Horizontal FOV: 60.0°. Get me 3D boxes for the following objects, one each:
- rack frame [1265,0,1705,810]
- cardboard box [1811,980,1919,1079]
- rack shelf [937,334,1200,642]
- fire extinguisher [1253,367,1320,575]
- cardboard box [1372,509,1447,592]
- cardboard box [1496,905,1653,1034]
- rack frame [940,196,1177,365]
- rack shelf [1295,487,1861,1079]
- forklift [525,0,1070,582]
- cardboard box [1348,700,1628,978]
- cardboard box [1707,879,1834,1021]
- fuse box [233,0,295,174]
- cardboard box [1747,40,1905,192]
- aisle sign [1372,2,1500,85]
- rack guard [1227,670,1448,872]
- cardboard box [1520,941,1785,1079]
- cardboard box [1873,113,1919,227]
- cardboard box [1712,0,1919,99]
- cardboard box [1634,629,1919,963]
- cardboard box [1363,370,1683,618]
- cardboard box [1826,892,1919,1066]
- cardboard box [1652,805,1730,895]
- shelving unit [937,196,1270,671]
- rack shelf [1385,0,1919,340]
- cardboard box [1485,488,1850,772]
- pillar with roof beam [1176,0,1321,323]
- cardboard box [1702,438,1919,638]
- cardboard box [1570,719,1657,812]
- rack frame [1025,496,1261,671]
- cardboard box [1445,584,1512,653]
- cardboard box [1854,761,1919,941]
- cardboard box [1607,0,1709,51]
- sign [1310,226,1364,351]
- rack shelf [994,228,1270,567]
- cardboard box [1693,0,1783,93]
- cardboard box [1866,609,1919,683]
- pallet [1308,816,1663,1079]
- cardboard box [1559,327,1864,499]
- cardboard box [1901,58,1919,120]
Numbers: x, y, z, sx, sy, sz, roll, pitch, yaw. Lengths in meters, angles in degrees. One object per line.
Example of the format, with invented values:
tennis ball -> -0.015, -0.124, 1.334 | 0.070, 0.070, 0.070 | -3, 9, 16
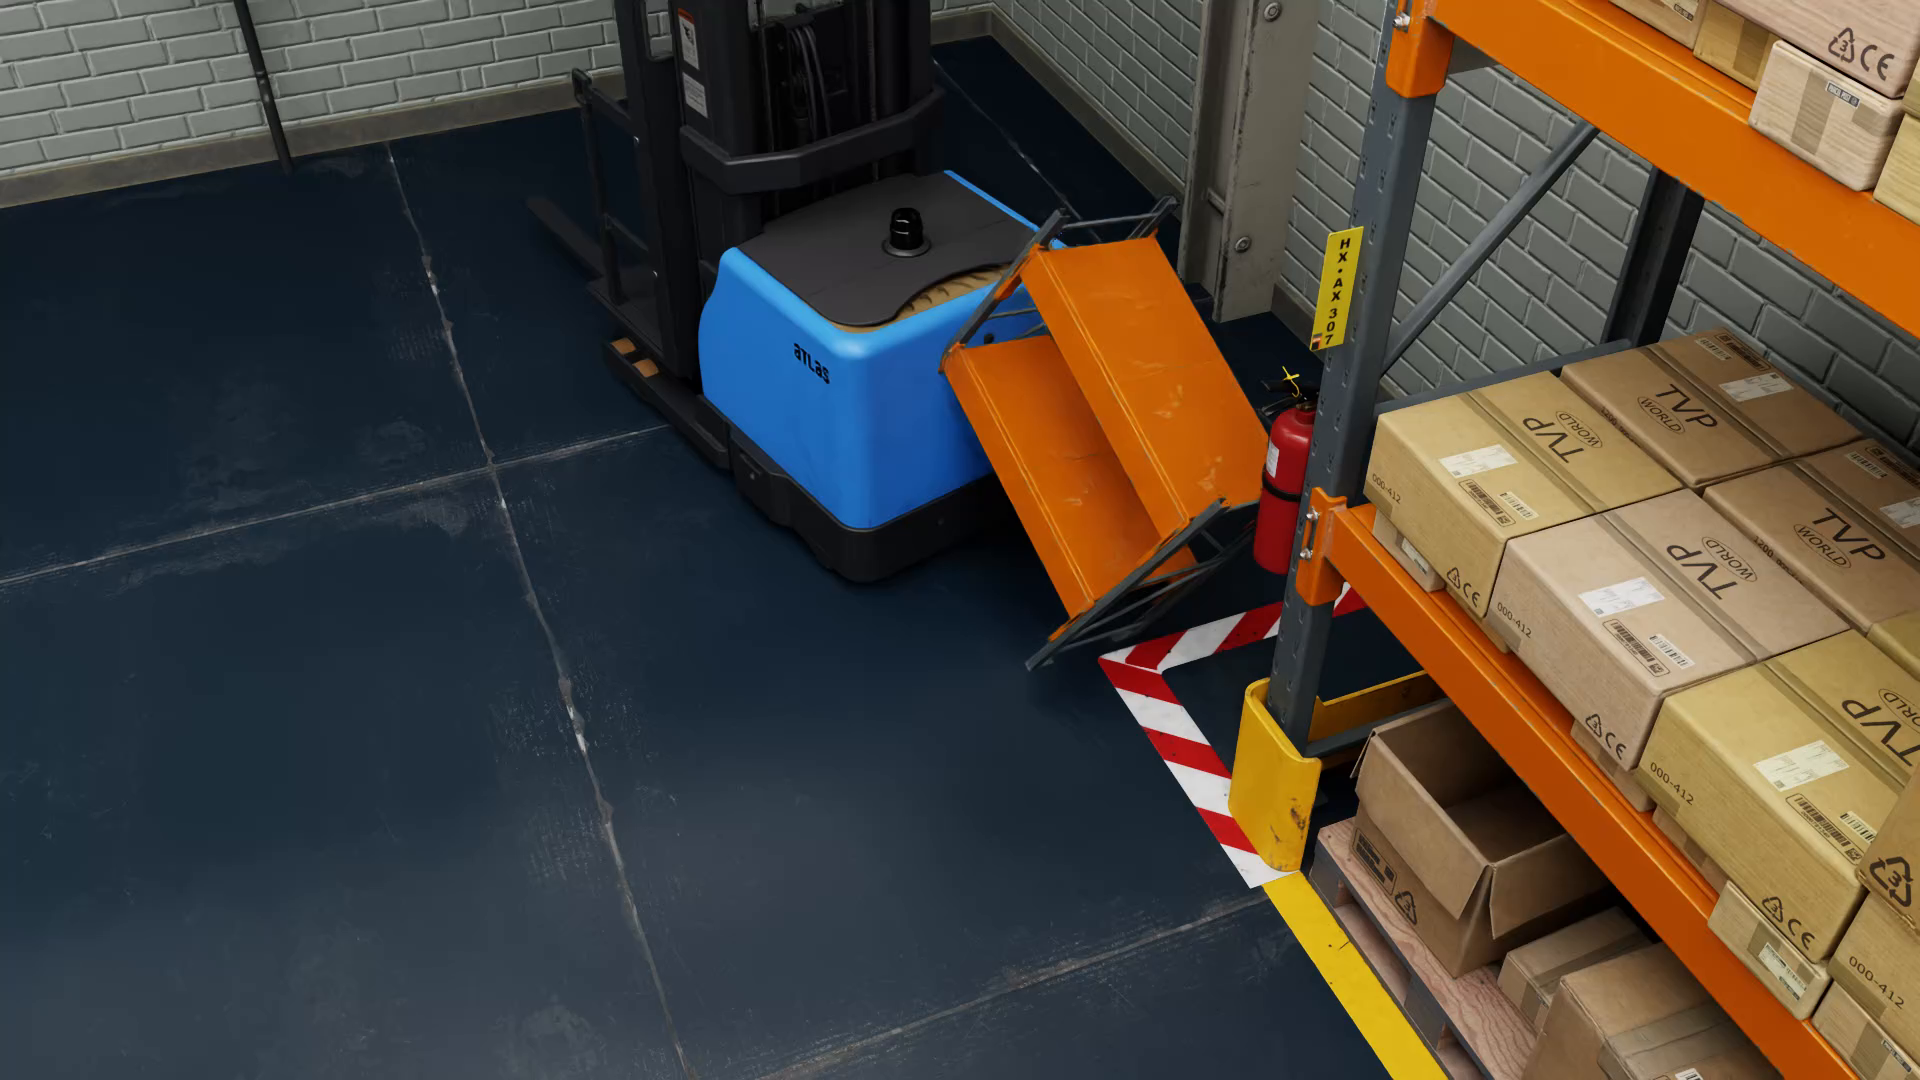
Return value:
rack frame -> 1.405, -0.406, 4.421 | 1.000, 3.000, 0.127 | -15, 43, -17
cardboard box -> 1.844, 0.898, 3.098 | 0.380, 0.149, 0.250 | -14, 43, -16
rack shelf -> 0.342, -0.213, 5.594 | 0.538, 0.278, 1.000 | -15, 70, -36
fire extinguisher -> 0.921, -0.208, 4.537 | 0.296, 0.674, 0.183 | -15, 43, -17
cardboard box -> 1.277, -0.044, 4.193 | 0.380, 0.149, 0.250 | -15, 43, -17
cardboard box -> 1.678, 1.174, 4.449 | 0.380, 0.149, 0.250 | -17, 43, -19
rack frame -> 0.233, -0.765, 5.547 | 0.500, 1.125, 0.032 | -15, 70, -36
rack shelf -> 2.170, 1.072, 3.255 | 1.077, 0.370, 4.000 | -15, 43, -17
forklift -> -0.854, -1.871, 6.177 | 1.130, 2.935, 3.031 | -26, 47, -27
cardboard box -> 1.551, 0.774, 4.642 | 0.797, 0.503, 0.637 | -17, 43, -19
cardboard box -> 1.724, 0.744, 3.276 | 0.380, 0.149, 0.250 | -16, 43, -18
fuse box -> -3.362, -2.504, 7.849 | 0.539, 1.711, 0.414 | -15, 43, -17
cardboard box -> 1.519, -0.712, 2.669 | 0.380, 0.149, 0.250 | -14, 43, -16
aisle sign -> 1.107, -1.359, 3.536 | 0.394, 0.787, 0.004 | -15, 43, -17
rack guard -> 1.434, 0.588, 5.183 | 1.175, 0.500, 0.348 | -15, 43, -17
cardboard box -> 1.842, 1.300, 4.033 | 0.700, 0.500, 0.500 | -13, 42, -15
cardboard box -> 1.626, -0.556, 2.488 | 0.380, 0.149, 0.250 | -15, 43, -17
cardboard box -> 1.535, -0.962, 2.655 | 0.500, 0.250, 0.500 | -14, 43, -16
cardboard box -> 1.720, 0.487, 3.270 | 0.500, 0.250, 0.500 | -16, 43, -18
cardboard box -> 1.329, -0.121, 3.977 | 0.500, 0.250, 0.500 | -15, 43, -17
cardboard box -> 1.935, 0.790, 2.918 | 0.500, 0.250, 0.500 | -16, 43, -18
cardboard box -> 1.697, 0.573, 3.475 | 0.380, 0.149, 0.250 | -14, 43, -16
shelving unit -> 0.453, -0.328, 5.409 | 0.538, 1.125, 1.048 | -15, 70, -36
rack shelf -> 2.170, -0.065, 2.277 | 1.077, 0.370, 4.000 | -15, 43, -17
cardboard box -> 1.523, 0.183, 3.624 | 0.500, 0.250, 0.500 | -15, 43, -16
pillar with roof beam -> -2.772, -3.455, 3.367 | 9.100, 9.000, 0.400 | -15, 43, -17
cardboard box -> 2.022, 0.060, 3.766 | 0.500, 0.250, 0.500 | -15, 43, -17
cardboard box -> 1.590, 0.415, 3.660 | 0.380, 0.149, 0.250 | -14, 43, -16
rack frame -> 0.672, 0.110, 5.270 | 0.500, 1.125, 0.032 | -15, 70, -36
cardboard box -> 1.417, 0.098, 4.028 | 0.380, 0.149, 0.250 | -14, 43, -16
cardboard box -> 1.904, 0.498, 2.682 | 0.500, 0.500, 0.500 | -14, 43, -16
cardboard box -> 1.436, -1.046, 3.058 | 0.380, 0.149, 0.250 | -14, 43, -16
sign -> 0.903, -0.598, 3.981 | 0.100, 0.325, 0.005 | -15, 43, -17
rack shelf -> 0.585, -0.464, 5.186 | 0.538, 0.278, 1.000 | -15, 70, -36
cardboard box -> 1.519, -0.888, 2.874 | 0.380, 0.149, 0.250 | -15, 43, -17
cardboard box -> 2.207, 0.360, 3.418 | 0.500, 0.250, 0.500 | -14, 43, -16
pallet -> 1.740, 1.178, 4.719 | 1.003, 0.211, 1.213 | -15, 43, -17
cardboard box -> 1.826, -0.251, 4.128 | 0.500, 0.250, 0.500 | -14, 43, -16
cardboard box -> 1.720, -0.651, 2.293 | 0.500, 0.250, 0.500 | -16, 43, -18
